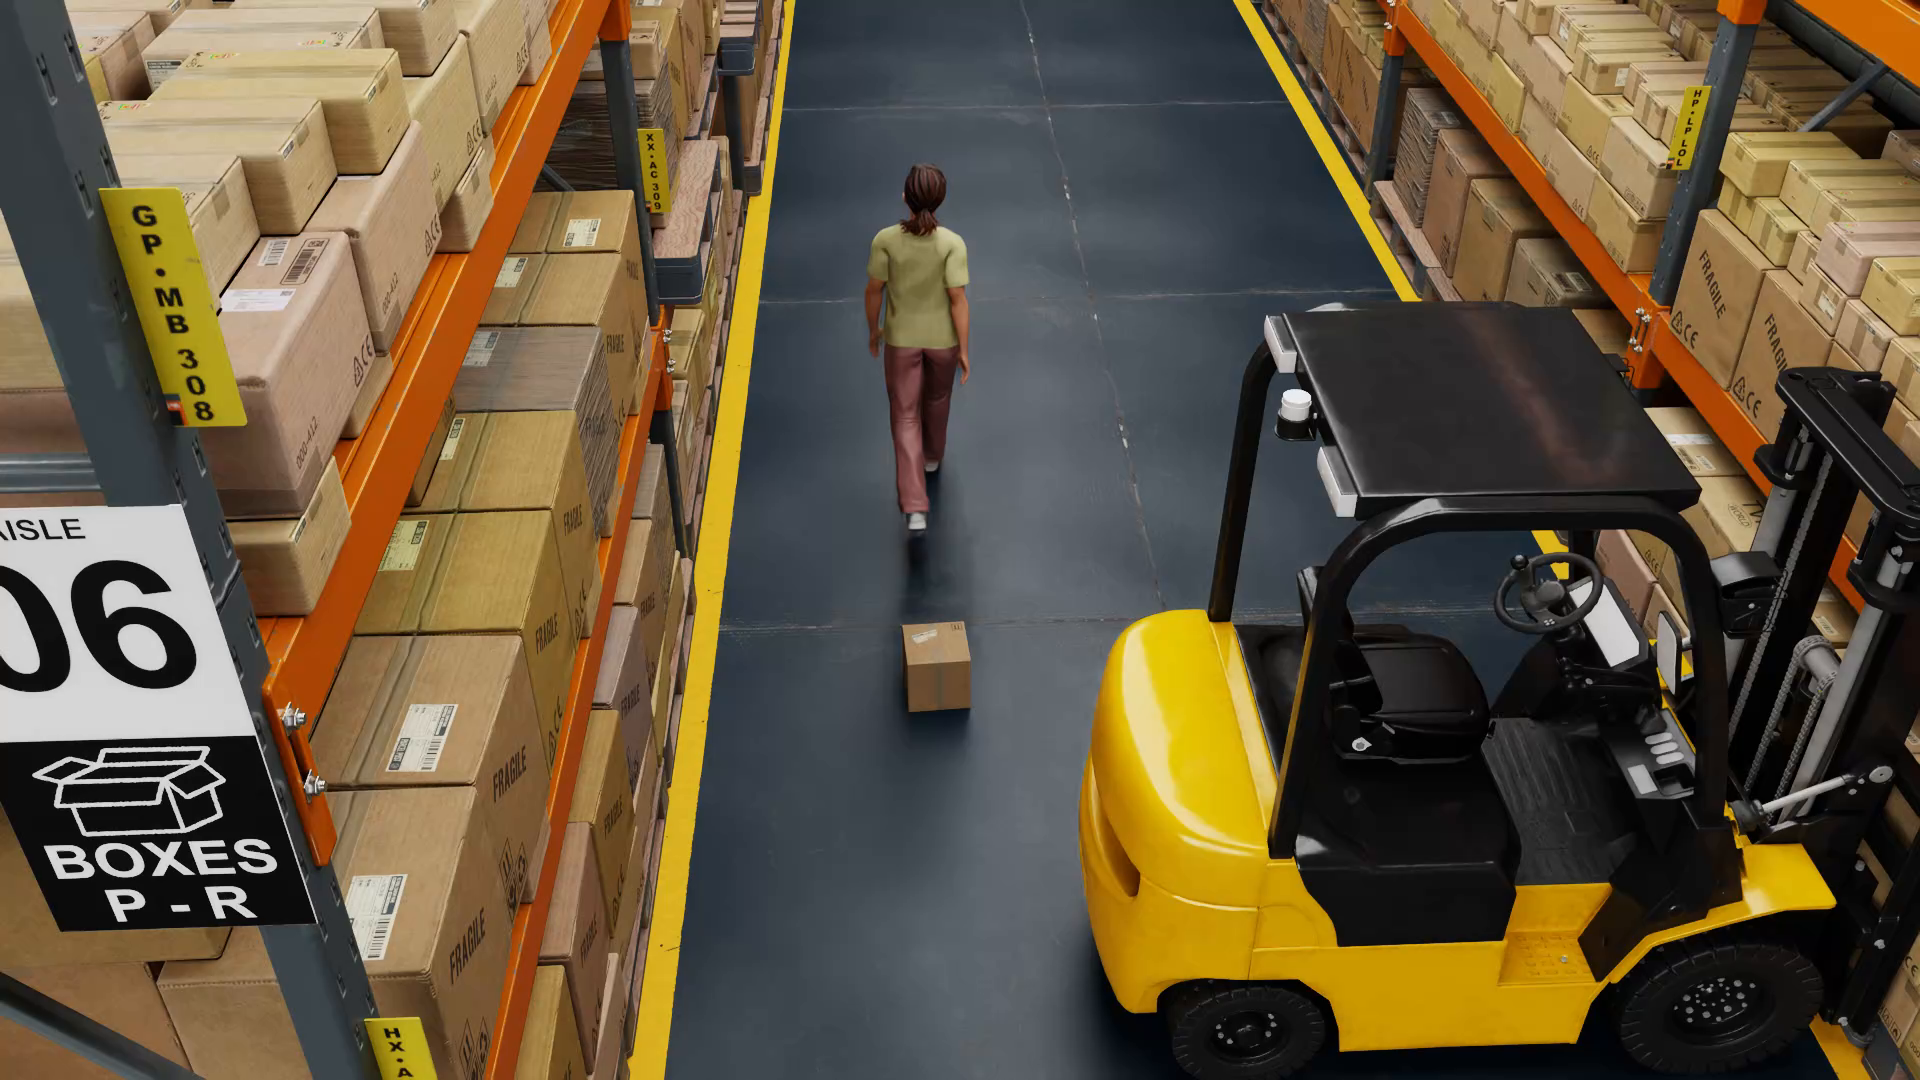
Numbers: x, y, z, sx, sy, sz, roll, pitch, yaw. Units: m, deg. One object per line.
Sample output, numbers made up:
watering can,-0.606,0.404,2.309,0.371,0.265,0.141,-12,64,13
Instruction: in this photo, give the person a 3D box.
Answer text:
person,-0.188,-0.866,7.379,0.458,1.624,1.013,-1,35,-1
